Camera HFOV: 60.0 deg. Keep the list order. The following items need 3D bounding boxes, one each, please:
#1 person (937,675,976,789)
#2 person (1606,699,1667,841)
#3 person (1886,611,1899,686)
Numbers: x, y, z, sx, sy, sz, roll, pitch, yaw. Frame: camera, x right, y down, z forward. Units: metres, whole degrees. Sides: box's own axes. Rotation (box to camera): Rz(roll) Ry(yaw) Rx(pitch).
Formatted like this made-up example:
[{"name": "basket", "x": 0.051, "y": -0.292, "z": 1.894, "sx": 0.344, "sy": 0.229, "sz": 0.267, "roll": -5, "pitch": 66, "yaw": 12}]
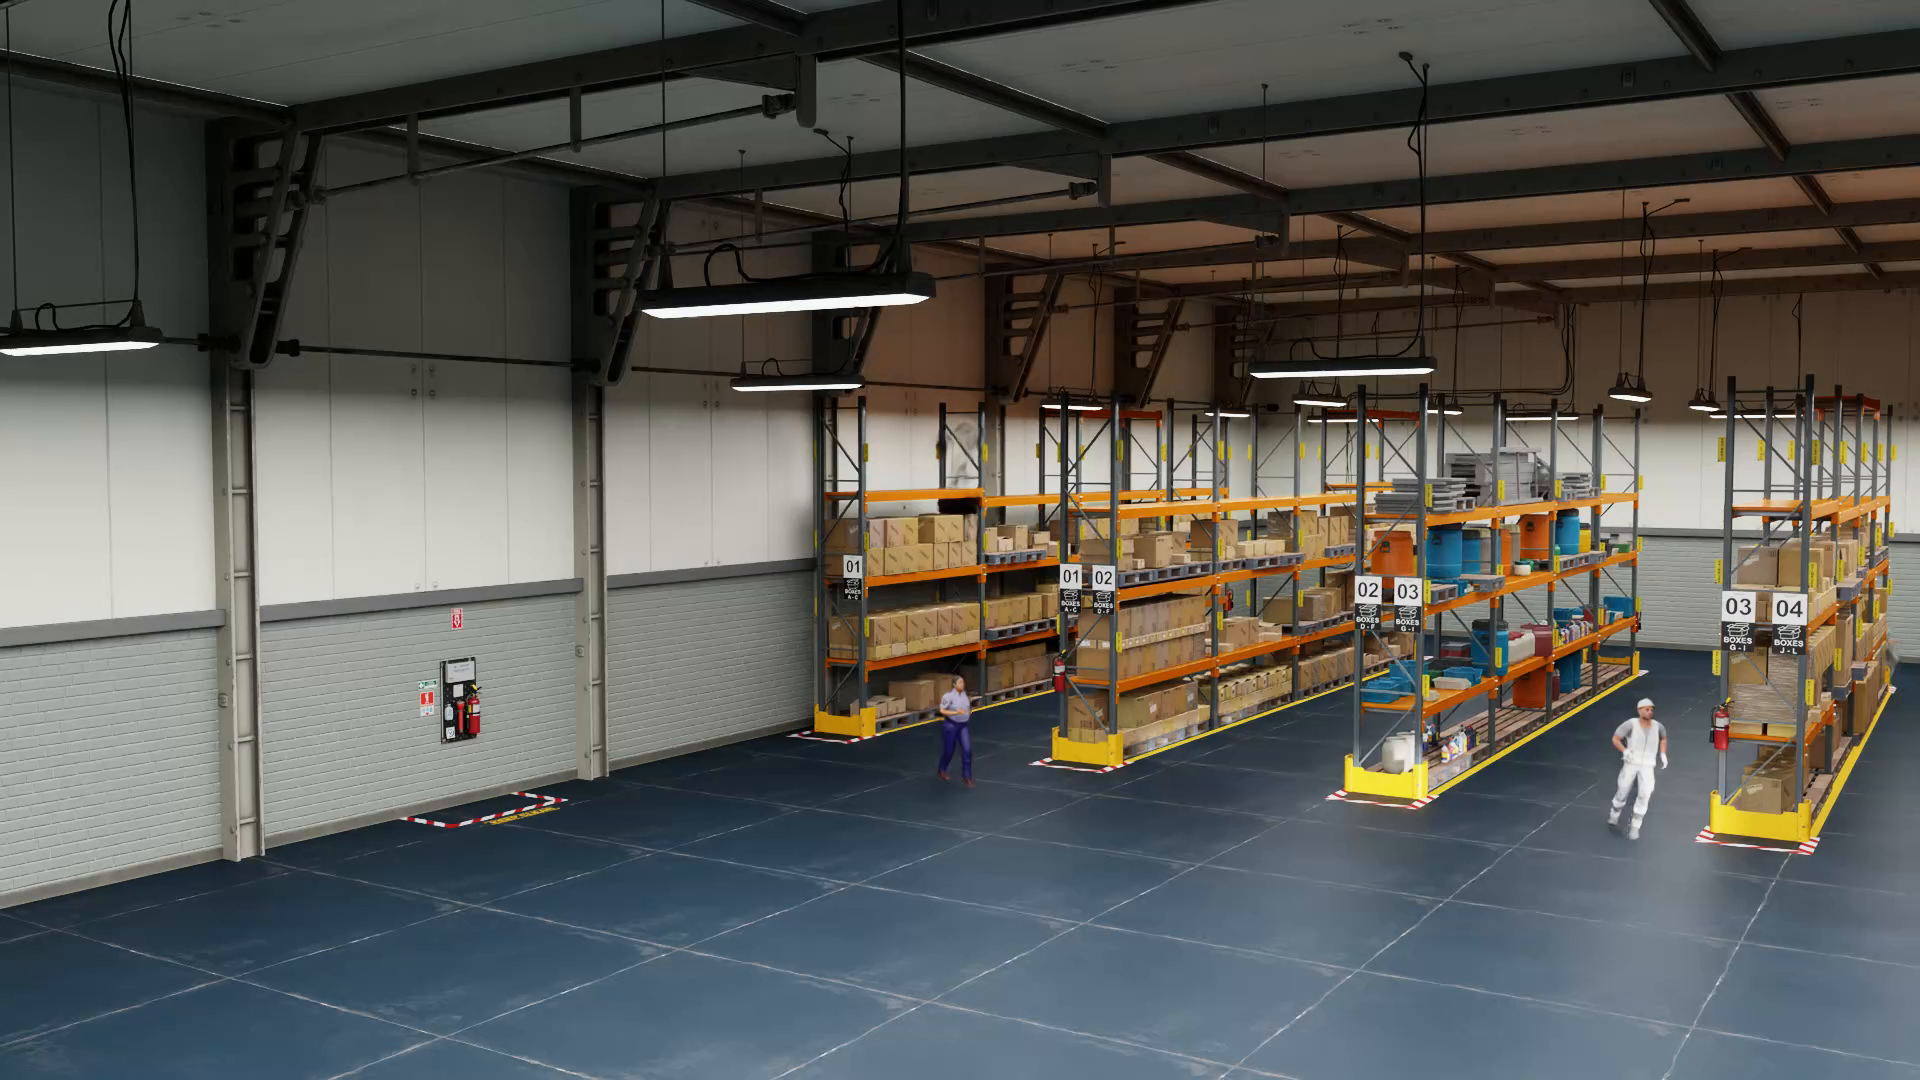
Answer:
[{"name": "person", "x": -0.094, "y": 2.919, "z": 25.007, "sx": 0.581, "sy": 1.609, "sz": 0.826, "roll": -2, "pitch": 4, "yaw": -35}, {"name": "person", "x": 8.908, "y": 2.975, "z": 21.794, "sx": 0.725, "sy": 1.805, "sz": 0.803, "roll": 1, "pitch": 3, "yaw": 12}, {"name": "person", "x": 19.806, "y": 2.321, "z": 35.775, "sx": 0.558, "sy": 1.657, "sz": 0.760, "roll": -3, "pitch": 4, "yaw": -43}]
